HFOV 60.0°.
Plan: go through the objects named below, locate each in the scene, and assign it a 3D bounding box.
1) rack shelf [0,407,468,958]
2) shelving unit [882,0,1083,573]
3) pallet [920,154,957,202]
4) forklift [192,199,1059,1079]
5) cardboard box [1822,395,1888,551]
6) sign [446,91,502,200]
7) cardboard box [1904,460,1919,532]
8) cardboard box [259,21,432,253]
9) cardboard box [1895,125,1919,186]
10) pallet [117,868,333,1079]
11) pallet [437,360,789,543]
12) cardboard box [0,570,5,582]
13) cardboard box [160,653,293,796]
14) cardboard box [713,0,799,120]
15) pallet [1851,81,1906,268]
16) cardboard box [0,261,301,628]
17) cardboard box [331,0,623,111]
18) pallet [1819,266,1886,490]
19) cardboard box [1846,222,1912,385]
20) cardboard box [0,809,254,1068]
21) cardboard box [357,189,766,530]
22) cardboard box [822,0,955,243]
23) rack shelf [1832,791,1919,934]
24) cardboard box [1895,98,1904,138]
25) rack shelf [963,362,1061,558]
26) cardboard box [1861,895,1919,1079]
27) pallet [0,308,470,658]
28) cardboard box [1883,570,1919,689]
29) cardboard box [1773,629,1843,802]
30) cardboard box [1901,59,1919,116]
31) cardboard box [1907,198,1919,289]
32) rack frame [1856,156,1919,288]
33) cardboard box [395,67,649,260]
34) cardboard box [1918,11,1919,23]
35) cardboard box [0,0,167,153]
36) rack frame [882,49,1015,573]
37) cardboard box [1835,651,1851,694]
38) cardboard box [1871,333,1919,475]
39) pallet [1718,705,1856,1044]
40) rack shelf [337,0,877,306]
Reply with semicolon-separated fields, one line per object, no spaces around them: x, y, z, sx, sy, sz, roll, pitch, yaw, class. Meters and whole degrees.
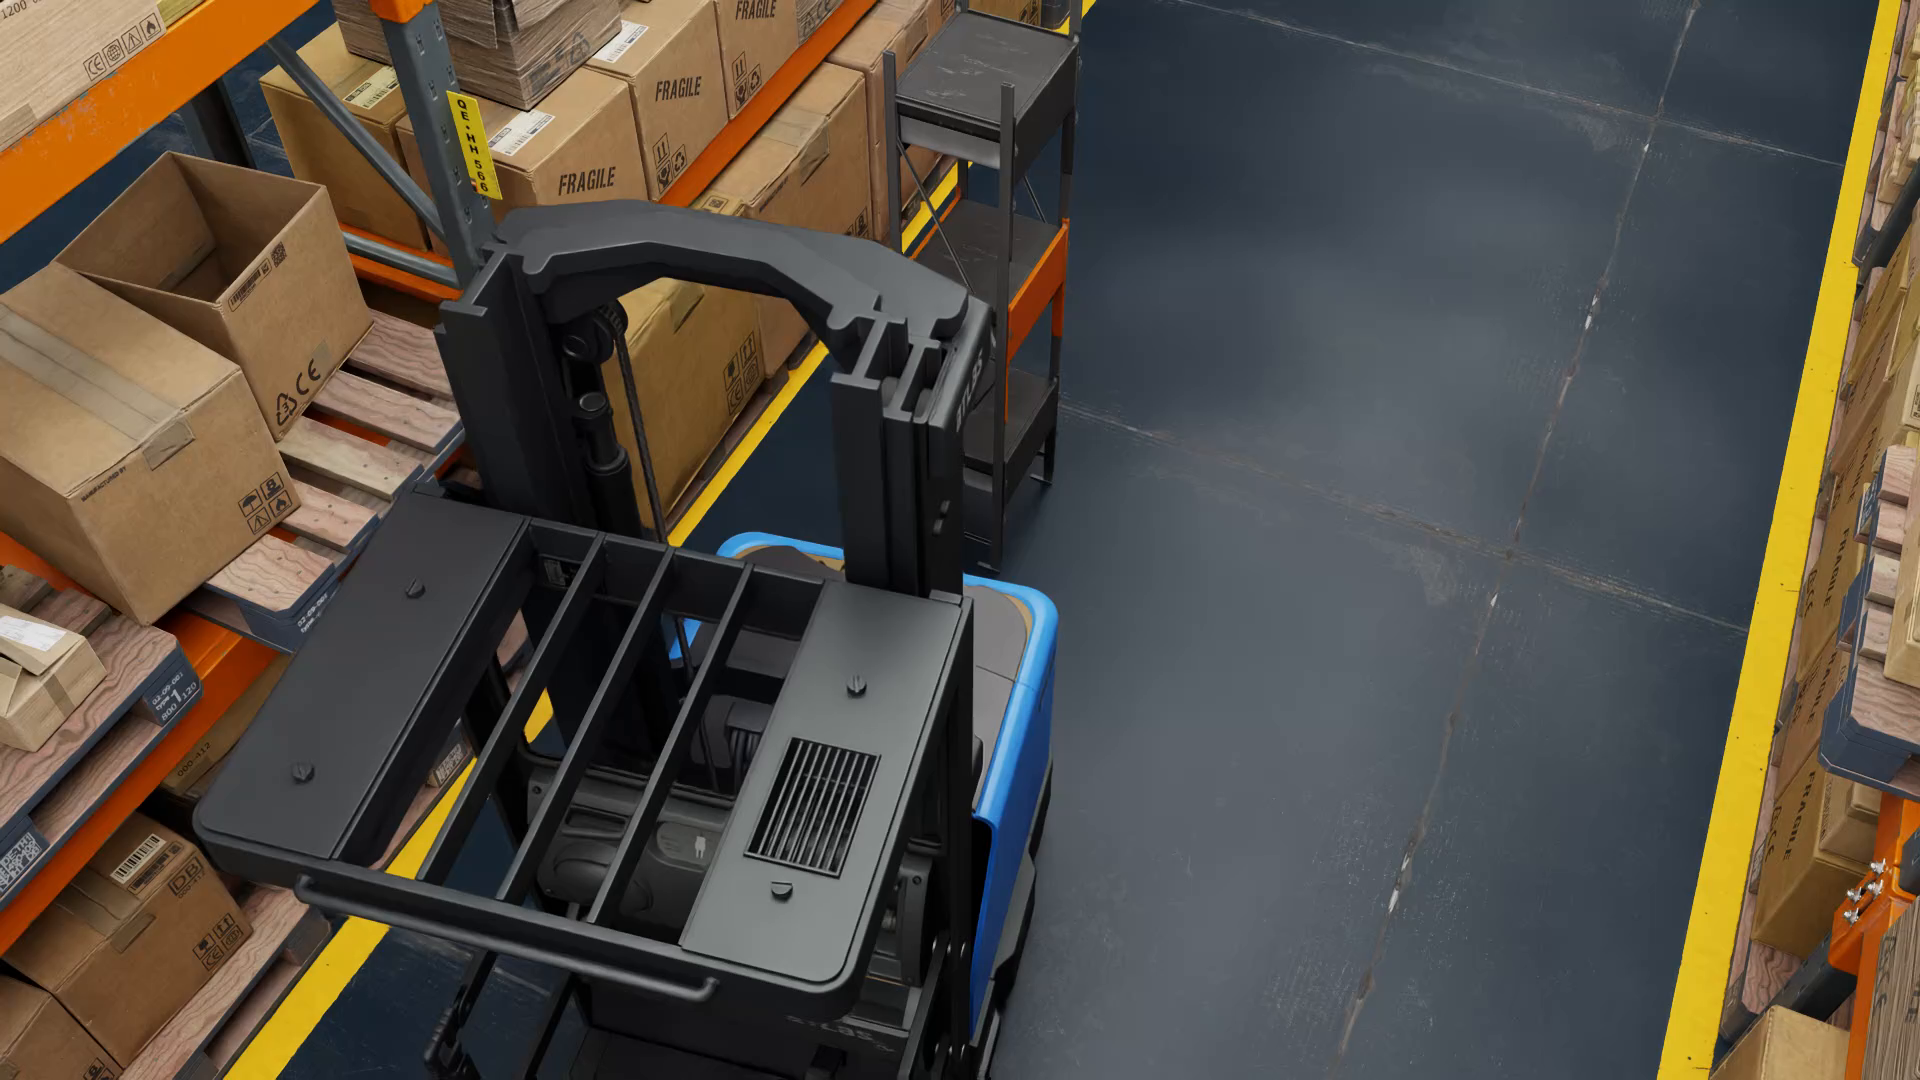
-2.656;0.732;4.130;1.077;0.370;4.000;20;52;16;rack shelf
0.071;-0.794;5.547;0.431;2.100;0.503;20;52;16;shelving unit
-0.355;-2.174;7.961;1.003;0.211;1.213;20;52;16;pallet
-0.576;0.887;3.571;1.130;2.935;3.031;11;51;10;forklift
3.357;-0.123;5.751;0.500;0.500;0.500;21;53;17;cardboard box
-1.307;-1.058;4.473;0.100;0.325;0.005;20;52;16;sign
2.652;-0.087;4.244;0.380;0.149;0.250;21;53;17;cardboard box
-1.815;-1.332;5.348;0.500;0.500;0.500;21;53;17;cardboard box
4.196;-1.579;7.025;0.380;0.149;0.250;21;53;17;cardboard box
-2.660;1.400;4.920;1.003;0.211;1.213;20;52;16;pallet
-1.397;-0.493;6.531;1.003;0.211;1.213;20;52;16;pallet
-2.726;0.113;4.007;0.500;0.250;0.500;18;52;15;cardboard box
-2.278;0.385;4.813;0.500;0.250;0.500;25;54;20;cardboard box
-0.914;-1.867;5.803;0.500;0.500;0.500;19;52;15;cardboard box
4.603;-1.520;7.405;1.003;0.211;1.213;20;52;16;pallet
-2.144;-0.245;4.148;0.700;0.500;0.500;27;55;21;cardboard box
-1.475;-1.734;5.032;0.797;0.503;0.637;21;53;17;cardboard box
4.017;-0.509;6.545;1.003;0.211;1.213;20;52;16;pallet
3.793;-0.853;6.372;0.500;0.500;0.500;22;53;17;cardboard box
-2.531;1.035;4.752;0.700;0.500;0.500;24;54;19;cardboard box
-1.488;-0.795;6.076;1.225;0.875;0.875;18;52;14;cardboard box
-0.729;-2.018;7.117;1.225;0.875;0.875;18;52;15;cardboard box
3.494;-0.339;5.042;1.077;0.370;4.000;20;52;16;rack shelf
4.449;-1.897;7.491;0.380;0.149;0.250;18;52;15;cardboard box
0.071;-0.332;6.091;0.431;0.518;0.480;20;52;16;rack shelf
2.204;0.994;3.369;0.500;0.500;0.500;20;53;16;cardboard box
-2.010;-0.291;4.654;1.213;0.211;1.003;20;52;16;pallet
2.435;0.261;3.948;0.380;0.149;0.250;21;53;17;cardboard box
2.909;0.584;5.149;0.500;0.500;0.500;22;53;18;cardboard box
4.398;-1.959;7.348;0.380;0.149;0.250;18;52;15;cardboard box
3.794;-1.096;6.086;0.500;0.250;0.500;18;52;15;cardboard box
4.348;-1.950;5.939;1.000;3.000;0.127;20;52;16;rack frame
-1.348;-1.157;5.200;0.500;0.500;0.500;21;53;17;cardboard box
4.895;-2.590;8.081;0.380;0.149;0.250;20;52;16;cardboard box
-1.983;-1.049;3.302;0.500;0.250;0.500;20;52;16;cardboard box
-0.034;-0.626;5.404;0.400;2.100;0.015;20;52;16;rack frame
2.900;0.328;4.874;0.500;0.250;0.500;20;53;17;cardboard box
3.347;-0.379;5.476;0.500;0.250;0.500;22;53;17;cardboard box
2.975;1.171;5.115;1.003;0.211;1.213;20;52;16;pallet
-0.947;-2.023;6.474;1.077;0.370;4.000;20;52;16;rack shelf
